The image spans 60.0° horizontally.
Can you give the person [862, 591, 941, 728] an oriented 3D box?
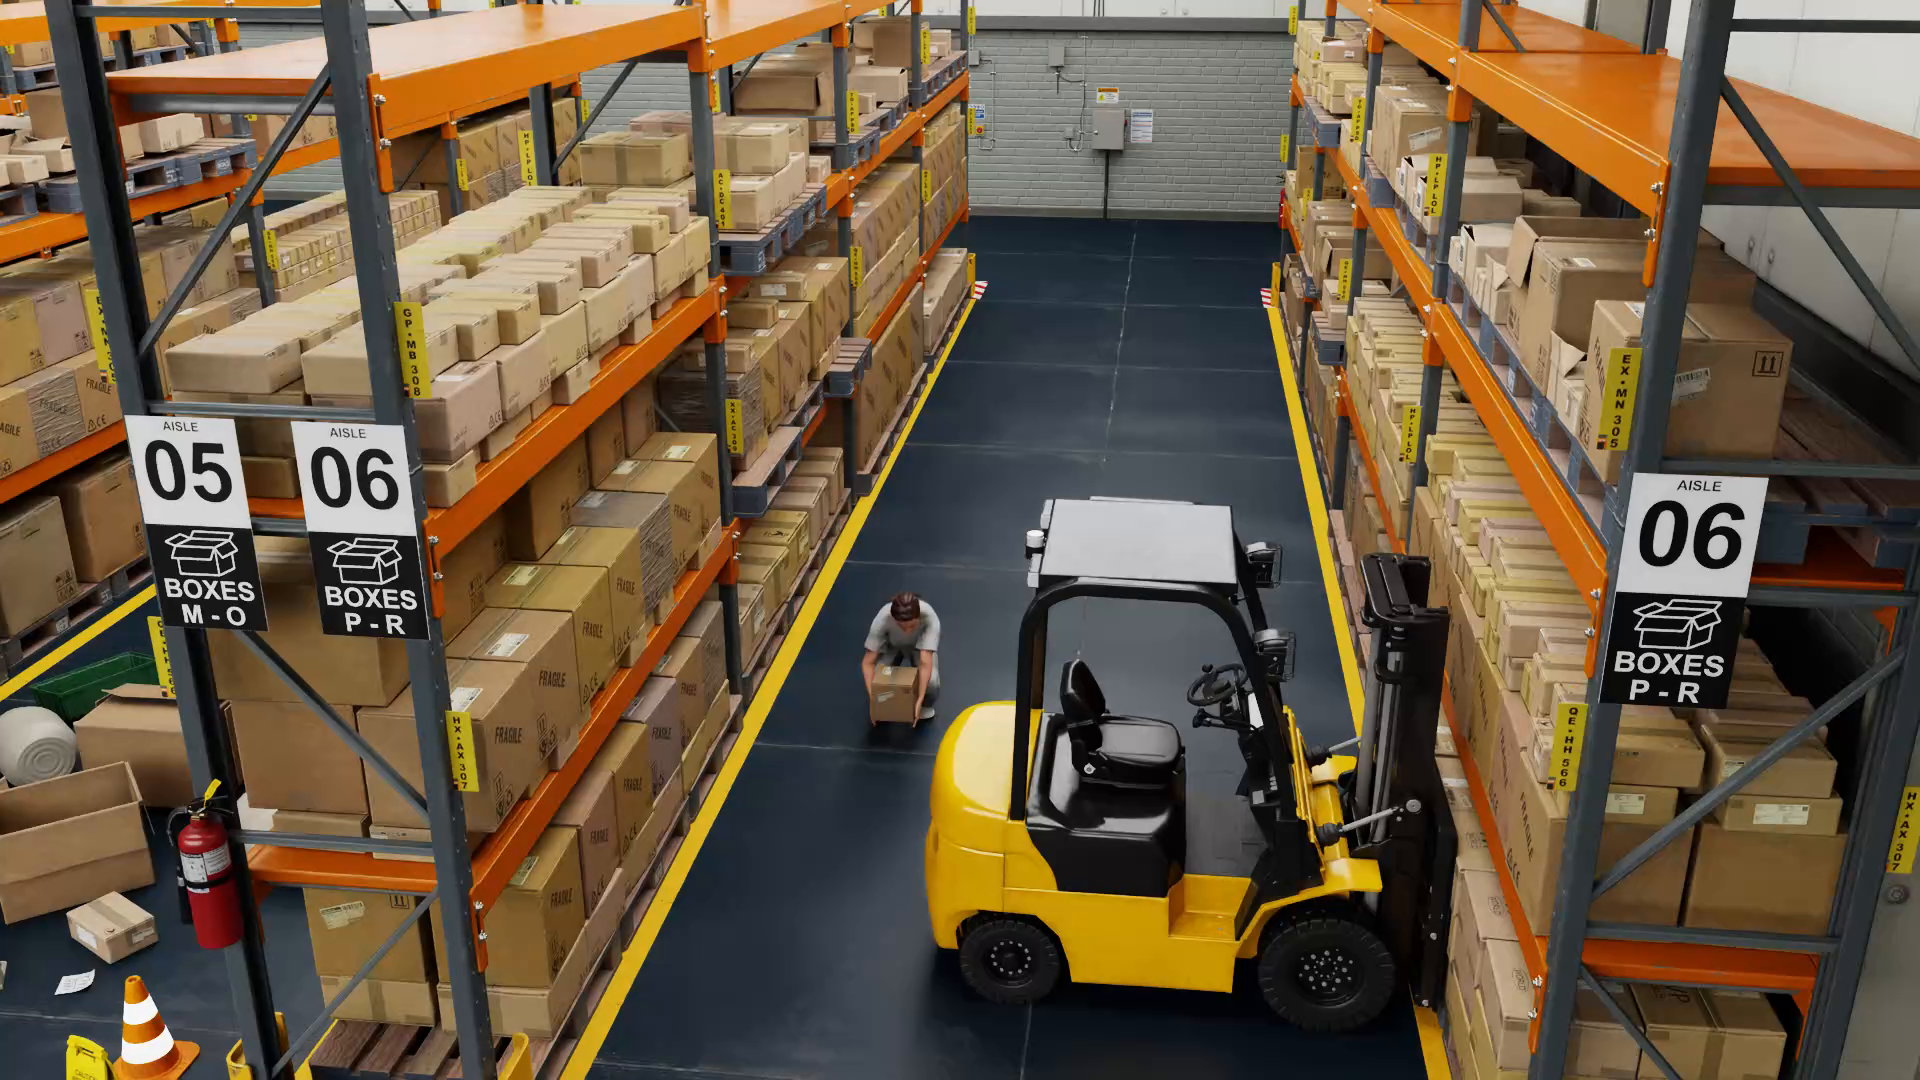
[{"bbox_3d":[-0.348,0.690,10.325,0.482,0.950,0.782,2,21,6],"label":"person"}]
